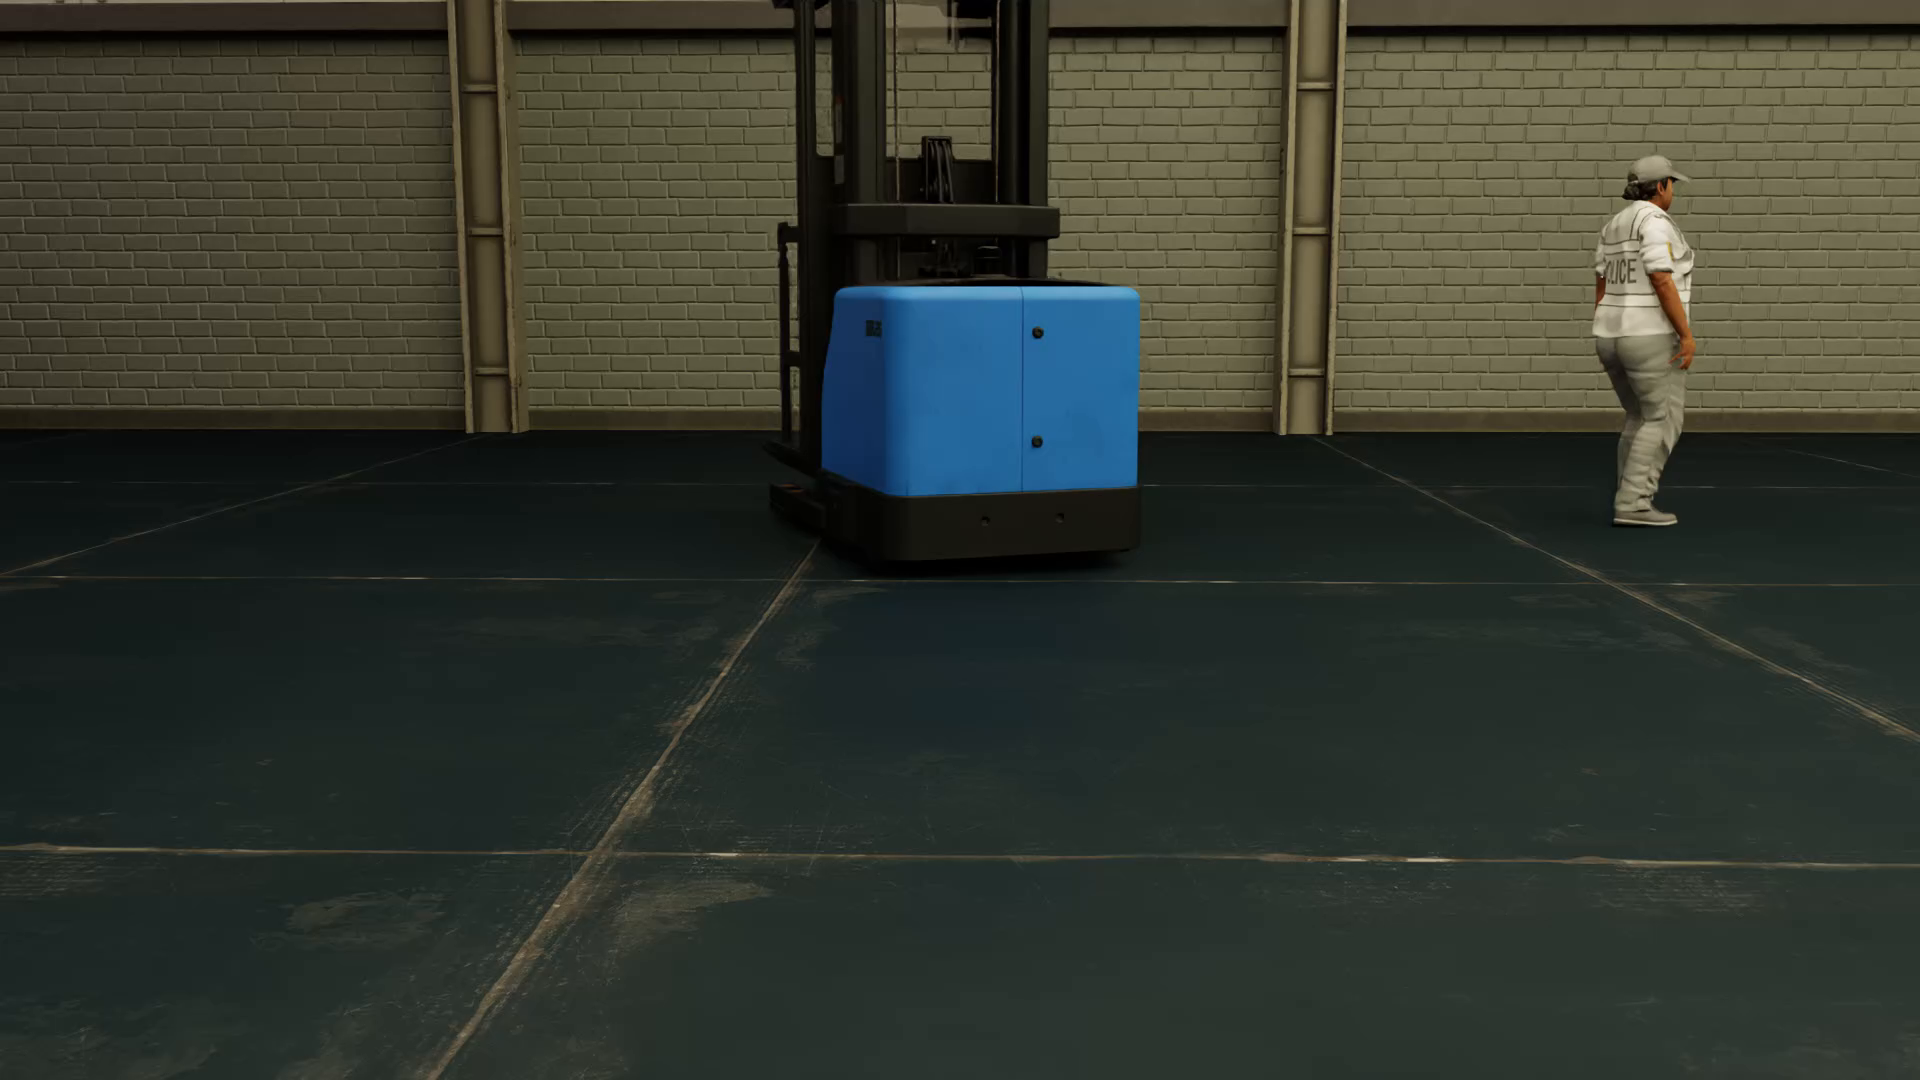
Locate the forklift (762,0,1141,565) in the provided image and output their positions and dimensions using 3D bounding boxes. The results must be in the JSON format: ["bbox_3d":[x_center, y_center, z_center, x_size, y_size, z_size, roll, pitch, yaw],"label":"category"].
[{"bbox_3d":[-0.254,-1.536,7.477,1.130,2.935,3.031,-3,9,-19],"label":"forklift"}]

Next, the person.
[{"bbox_3d":[3.156,-0.881,7.559,0.501,1.700,0.556,-1,9,-8],"label":"person"}]
